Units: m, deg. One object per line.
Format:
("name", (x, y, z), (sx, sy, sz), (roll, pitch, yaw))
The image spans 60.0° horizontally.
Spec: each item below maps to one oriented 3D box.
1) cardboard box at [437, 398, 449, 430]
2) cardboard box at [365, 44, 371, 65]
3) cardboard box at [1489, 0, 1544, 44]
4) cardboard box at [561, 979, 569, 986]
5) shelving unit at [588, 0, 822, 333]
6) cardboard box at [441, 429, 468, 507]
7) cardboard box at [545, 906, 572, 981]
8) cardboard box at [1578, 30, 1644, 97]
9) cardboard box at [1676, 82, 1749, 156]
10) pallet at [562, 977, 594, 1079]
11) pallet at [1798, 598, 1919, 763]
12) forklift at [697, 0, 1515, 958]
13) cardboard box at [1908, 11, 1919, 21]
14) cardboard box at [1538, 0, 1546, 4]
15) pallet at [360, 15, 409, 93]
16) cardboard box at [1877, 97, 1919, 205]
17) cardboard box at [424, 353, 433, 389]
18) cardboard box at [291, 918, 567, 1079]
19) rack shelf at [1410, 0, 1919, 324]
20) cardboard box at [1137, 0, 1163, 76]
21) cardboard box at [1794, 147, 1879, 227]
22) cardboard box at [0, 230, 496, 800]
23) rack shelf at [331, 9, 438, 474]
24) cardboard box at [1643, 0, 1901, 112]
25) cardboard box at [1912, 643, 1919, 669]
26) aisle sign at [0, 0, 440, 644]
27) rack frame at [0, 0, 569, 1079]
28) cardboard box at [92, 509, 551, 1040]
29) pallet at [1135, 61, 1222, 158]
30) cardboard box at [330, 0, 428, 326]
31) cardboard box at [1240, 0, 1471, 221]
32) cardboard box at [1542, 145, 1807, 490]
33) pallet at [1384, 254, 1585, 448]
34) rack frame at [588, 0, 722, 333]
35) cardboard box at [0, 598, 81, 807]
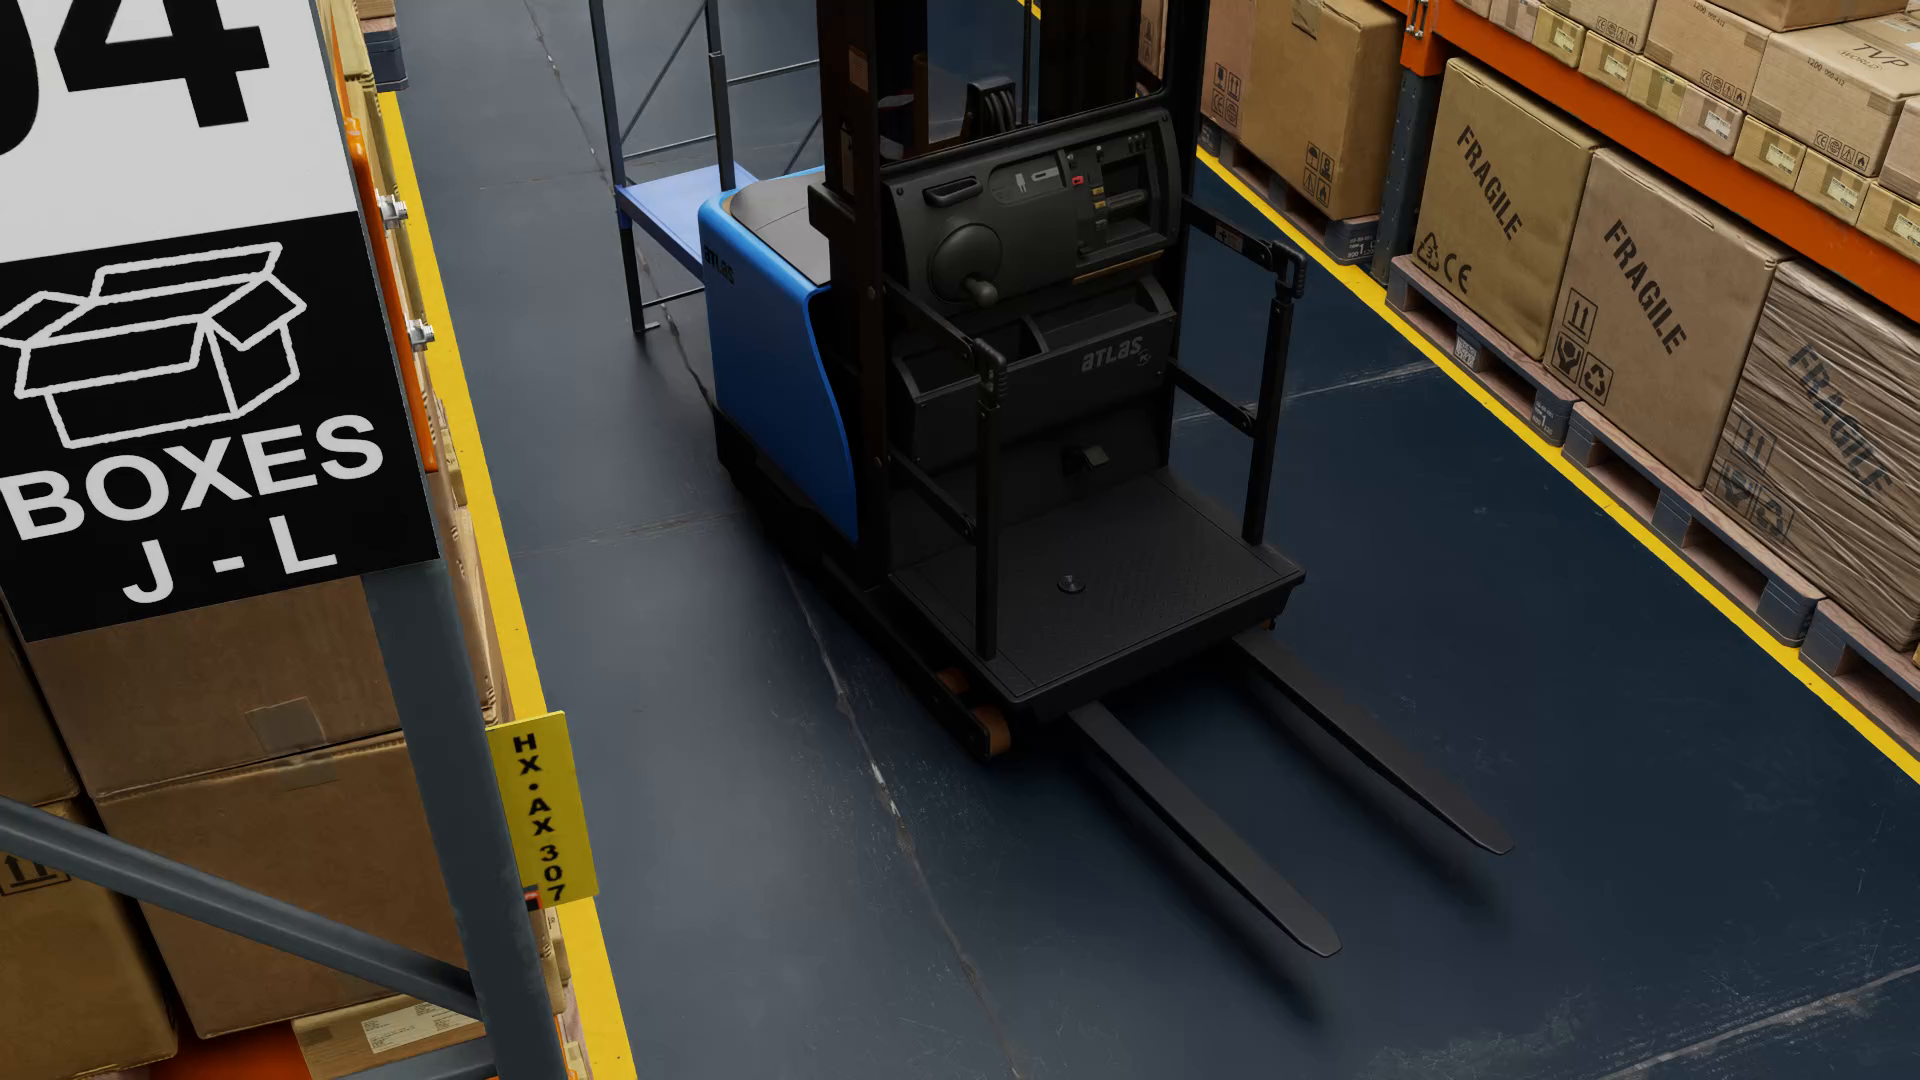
("cardboard box", (-1.953, -0.334, 5.721), (0.380, 0.149, 0.250), (-12, 39, -15))
("cardboard box", (-1.798, -1.106, 4.395), (0.500, 0.500, 0.500), (-13, 39, -17))
("cardboard box", (2.164, -1.941, 6.043), (0.380, 0.149, 0.250), (-14, 39, -17))
("cardboard box", (-1.155, 0.975, 3.982), (0.380, 0.149, 0.250), (-12, 39, -15))
("shelving unit", (-0.865, -1.288, 6.213), (0.538, 1.500, 1.048), (-21, 42, -26))
("cardboard box", (-1.787, -0.194, 5.287), (0.380, 0.149, 0.250), (-14, 39, -18))
("cardboard box", (-1.067, 0.871, 3.627), (0.380, 0.149, 0.250), (-13, 39, -16))
("cardboard box", (2.347, -1.644, 5.649), (0.380, 0.149, 0.250), (-13, 39, -17))
("cardboard box", (2.520, -1.357, 5.268), (0.380, 0.149, 0.250), (-12, 39, -15))
("pallet", (-1.304, 1.408, 3.705), (1.003, 0.211, 1.213), (-12, 39, -16))
("pallet", (3.312, 0.512, 4.895), (1.003, 0.211, 1.213), (-12, 39, -16))
("forklift", (0.343, -0.852, 4.446), (1.130, 2.935, 3.031), (-21, 42, -26))
("cardboard box", (3.210, -1.423, 5.023), (0.500, 0.250, 0.500), (-13, 39, -17))
("cardboard box", (2.200, -2.165, 6.009), (0.500, 0.250, 0.500), (-13, 39, -17))
("pallet", (-2.534, -1.841, 5.861), (1.003, 0.211, 1.213), (-12, 39, -16))
("cardboard box", (2.895, -1.018, 4.486), (0.500, 0.250, 0.500), (-14, 39, -17))
("cardboard box", (-2.001, -0.492, 5.683), (0.380, 0.149, 0.250), (-12, 39, -15))
("cardboard box", (-0.835, 0.653, 2.599), (0.380, 0.149, 0.250), (-13, 39, -16))
("rack shelf", (2.972, -1.009, 5.194), (1.077, 0.370, 4.000), (-12, 39, -16))
("cardboard box", (1.425, -3.105, 8.796), (1.225, 0.875, 0.875), (-12, 39, -16))
("cardboard box", (2.703, -1.062, 4.876), (0.380, 0.149, 0.250), (-12, 39, -15))
("cardboard box", (-0.937, -0.063, 2.179), (0.500, 0.500, 0.500), (-13, 39, -16))
("rack shelf", (-1.720, -1.237, 3.004), (1.077, 0.370, 4.000), (-12, 39, -16))
("cardboard box", (2.550, -1.592, 5.247), (0.500, 0.250, 0.500), (-12, 38, -15))
("cardboard box", (3.365, 0.170, 4.448), (0.875, 0.875, 0.875), (-12, 39, -16))
("aisle sign", (-0.725, -0.256, 1.435), (0.394, 0.787, 0.004), (-12, 39, -16))
("rack frame", (-1.028, 0.803, 2.191), (0.949, 2.616, 0.053), (-12, 39, -16))
("cardboard box", (-0.926, 0.334, 2.483), (0.500, 0.500, 0.500), (-11, 38, -14))
("pallet", (1.524, -2.423, 8.791), (1.003, 0.211, 1.213), (-12, 39, -16))
("cardboard box", (-1.274, -0.645, 2.952), (0.500, 0.500, 0.500), (-13, 39, -17))
("cardboard box", (2.045, -2.102, 7.465), (1.225, 0.875, 0.875), (-12, 39, -16))
("cardboard box", (2.746, -0.847, 5.798), (0.875, 0.875, 0.875), (-12, 39, -16))
("pallet", (2.472, -0.866, 6.725), (1.003, 0.211, 1.213), (-12, 39, -16))
("rack frame", (-1.141, -1.544, 6.554), (0.500, 1.500, 0.032), (-21, 42, -26))
("cardboard box", (-1.422, 0.039, 2.044), (0.500, 0.500, 0.500), (-13, 39, -17))
